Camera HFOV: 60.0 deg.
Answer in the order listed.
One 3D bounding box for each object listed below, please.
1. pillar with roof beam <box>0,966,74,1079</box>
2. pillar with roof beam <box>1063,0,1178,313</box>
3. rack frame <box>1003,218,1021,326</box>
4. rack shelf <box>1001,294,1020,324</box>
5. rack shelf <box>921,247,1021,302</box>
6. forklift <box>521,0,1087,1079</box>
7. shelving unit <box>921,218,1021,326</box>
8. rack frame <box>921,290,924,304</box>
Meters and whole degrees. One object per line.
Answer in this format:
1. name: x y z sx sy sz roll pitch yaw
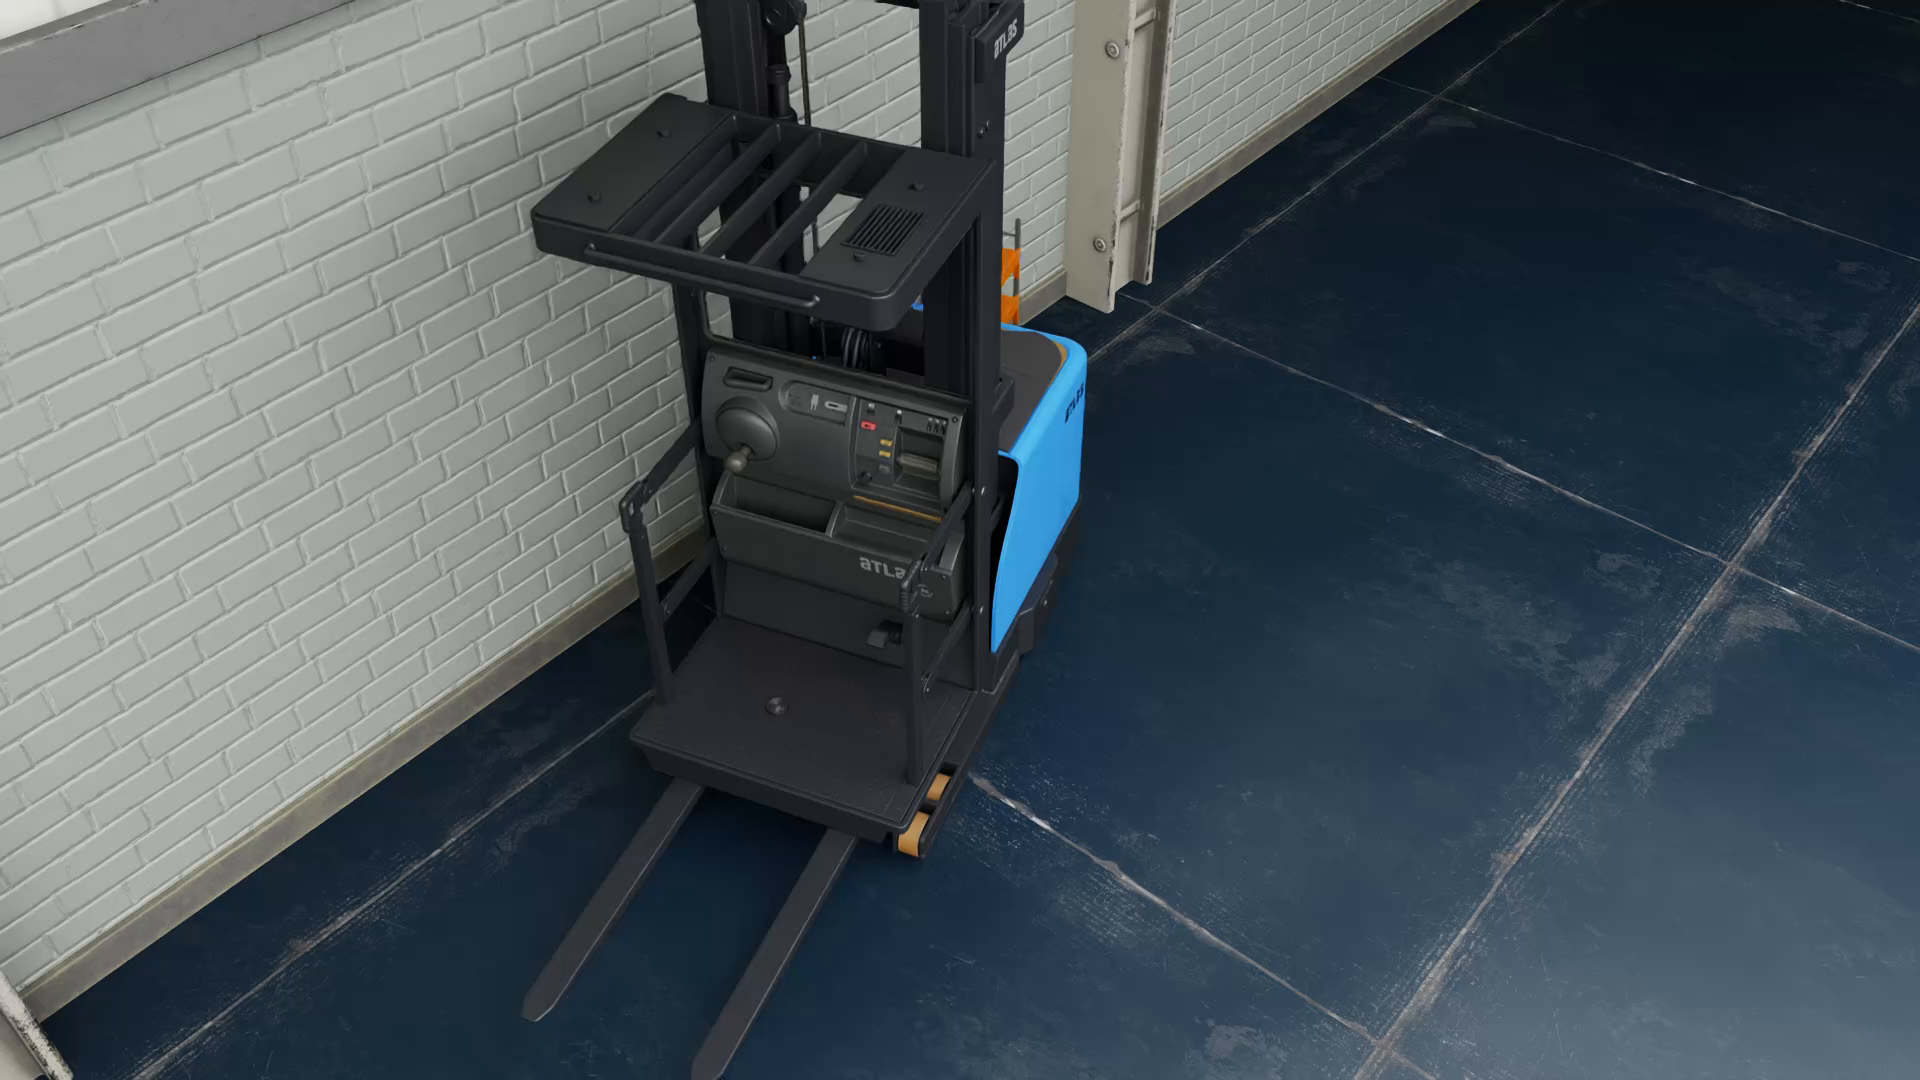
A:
1. pillar with roof beam: 0.201 0.296 0.236 9.100 9.000 0.400 29 50 28
2. pillar with roof beam: 4.063 -2.794 3.634 9.100 9.000 0.400 29 50 28
3. rack frame: 0.141 -0.923 7.373 0.240 1.200 0.015 15 44 16
4. rack shelf: 0.049 -0.886 7.100 0.258 0.148 0.480 15 44 16
5. rack shelf: 0.049 -1.061 6.941 0.258 0.148 0.480 15 44 16
6. forklift: -0.512 -0.272 5.370 1.130 2.935 3.031 15 44 16
7. shelving unit: 0.049 -0.771 7.206 0.258 1.200 0.503 15 44 16
8. rack frame: -0.043 -0.619 7.038 0.240 1.200 0.015 15 44 16
